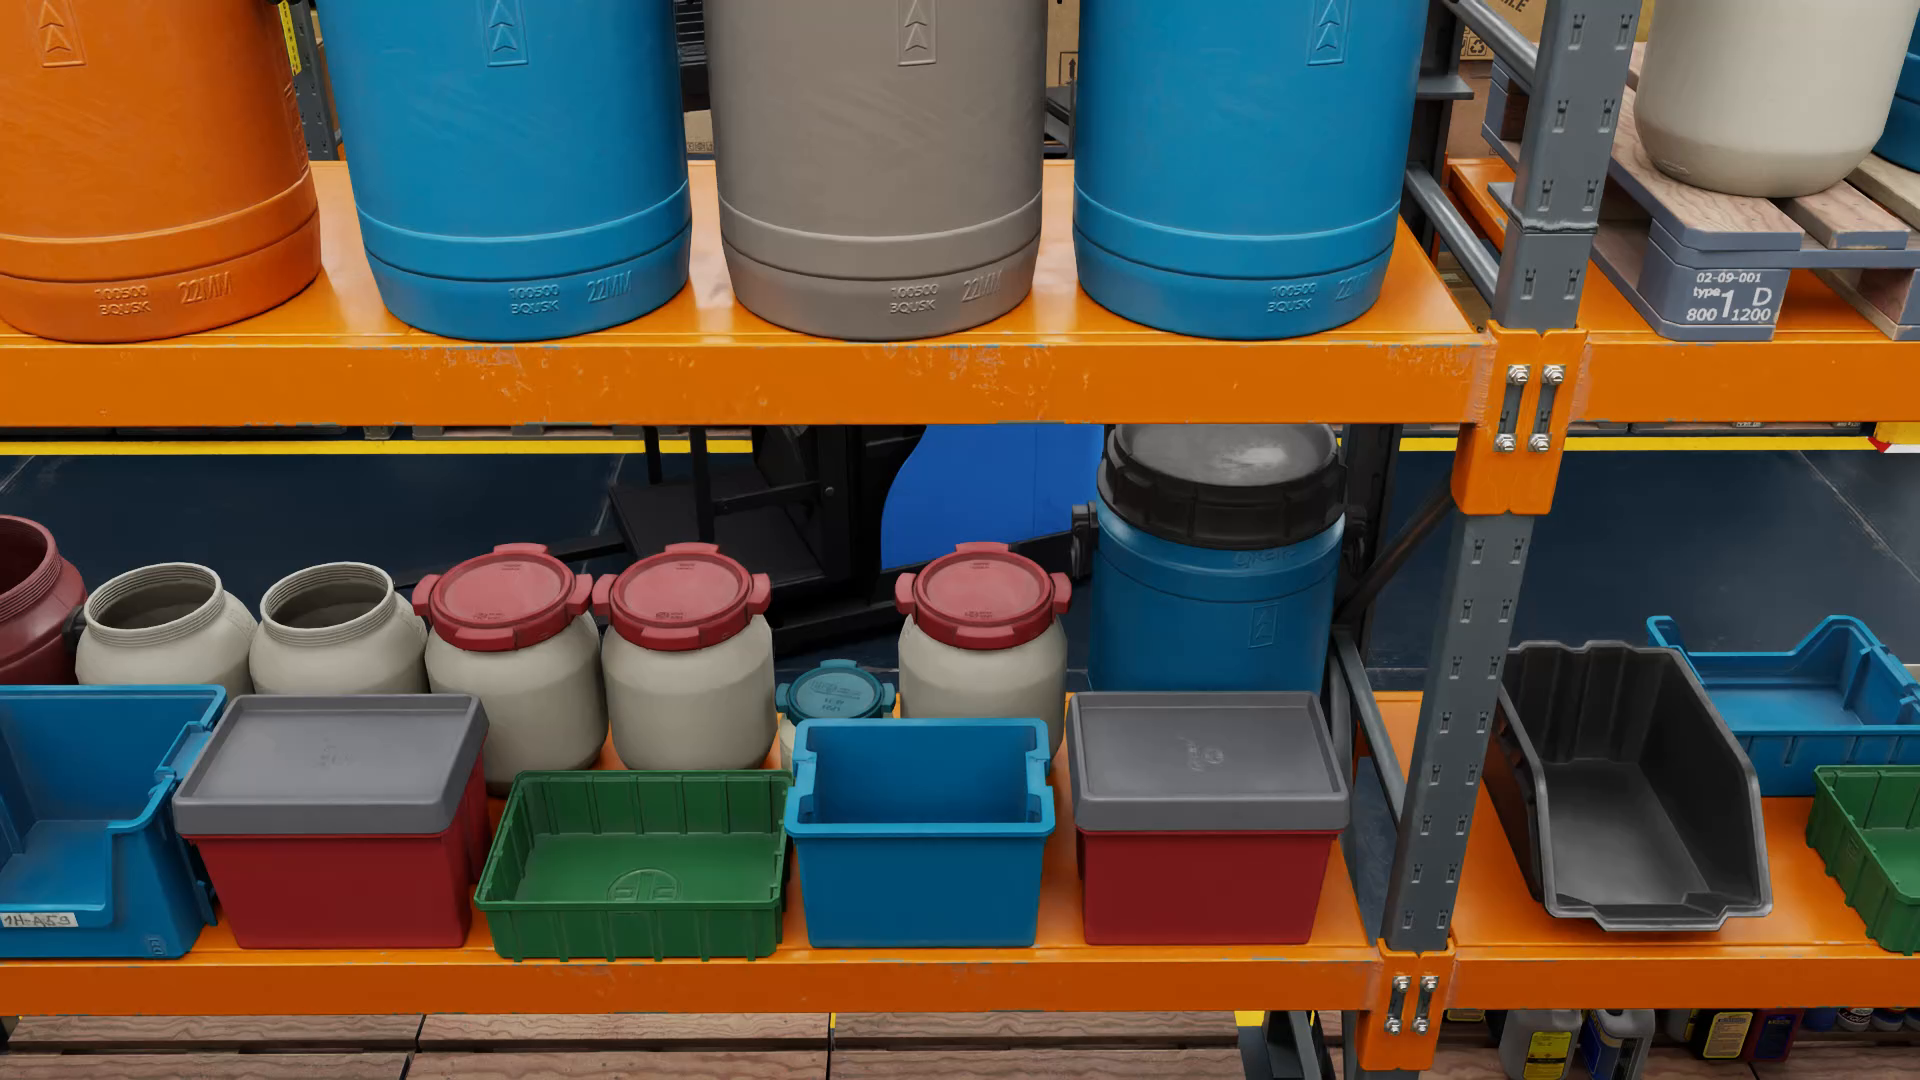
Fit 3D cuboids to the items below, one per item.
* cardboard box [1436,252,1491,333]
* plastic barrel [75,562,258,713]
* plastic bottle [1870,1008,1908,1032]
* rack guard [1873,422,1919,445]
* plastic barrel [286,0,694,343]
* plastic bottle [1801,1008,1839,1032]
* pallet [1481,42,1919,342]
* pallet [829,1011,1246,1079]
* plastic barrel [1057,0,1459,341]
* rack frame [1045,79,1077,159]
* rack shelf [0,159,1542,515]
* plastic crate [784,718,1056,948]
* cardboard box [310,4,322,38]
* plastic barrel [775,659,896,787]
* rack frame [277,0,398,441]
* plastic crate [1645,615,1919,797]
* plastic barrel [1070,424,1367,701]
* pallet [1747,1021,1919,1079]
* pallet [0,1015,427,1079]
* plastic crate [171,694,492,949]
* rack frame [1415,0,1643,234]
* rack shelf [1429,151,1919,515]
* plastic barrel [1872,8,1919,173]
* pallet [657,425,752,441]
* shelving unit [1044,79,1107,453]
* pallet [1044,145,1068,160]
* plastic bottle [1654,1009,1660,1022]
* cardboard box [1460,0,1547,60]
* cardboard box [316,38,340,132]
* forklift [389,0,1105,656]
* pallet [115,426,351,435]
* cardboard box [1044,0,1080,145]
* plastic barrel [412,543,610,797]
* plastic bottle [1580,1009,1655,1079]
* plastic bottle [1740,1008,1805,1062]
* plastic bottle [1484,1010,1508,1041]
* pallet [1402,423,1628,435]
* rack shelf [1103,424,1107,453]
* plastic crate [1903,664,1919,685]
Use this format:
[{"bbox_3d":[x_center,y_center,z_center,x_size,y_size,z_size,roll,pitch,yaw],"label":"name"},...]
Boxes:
[{"bbox_3d":[2.579,-1.205,8.849,0.500,0.500,0.500,-3,31,-5],"label":"cardboard box"},{"bbox_3d":[-1.957,0.355,4.166,0.421,0.512,0.421,0,31,0],"label":"plastic barrel"},{"bbox_3d":[2.757,1.315,4.897,0.097,0.271,0.097,0,31,0],"label":"plastic bottle"},{"bbox_3d":[4.909,-1.009,8.931,0.348,0.500,1.175,0,31,0],"label":"rack guard"},{"bbox_3d":[-0.800,-0.874,2.924,0.708,0.901,0.600,0,31,0],"label":"plastic barrel"},{"bbox_3d":[2.555,1.316,4.895,0.097,0.271,0.097,0,31,0],"label":"plastic bottle"},{"bbox_3d":[1.736,-0.751,3.386,1.003,0.211,1.213,0,31,0],"label":"pallet"},{"bbox_3d":[0.230,1.719,4.714,1.213,0.211,1.003,0,31,0],"label":"pallet"},{"bbox_3d":[0.508,-0.879,2.931,0.708,0.901,0.600,0,31,0],"label":"plastic barrel"},{"bbox_3d":[0.399,-1.073,7.494,0.015,2.100,0.400,-12,33,-19],"label":"rack frame"},{"bbox_3d":[-0.985,-0.465,3.426,4.000,0.370,1.077,0,31,0],"label":"rack shelf"},{"bbox_3d":[-0.086,0.676,3.760,0.575,0.384,0.392,0,31,0],"label":"plastic crate"},{"bbox_3d":[-4.639,-3.918,12.598,0.500,0.250,0.500,1,31,1],"label":"cardboard box"},{"bbox_3d":[-0.309,0.488,4.188,0.301,0.262,0.301,0,31,0],"label":"plastic barrel"},{"bbox_3d":[-3.015,-2.053,8.241,0.127,3.000,1.000,0,31,0],"label":"rack frame"},{"bbox_3d":[2.120,0.423,4.304,0.616,0.251,0.499,0,31,0],"label":"plastic crate"},{"bbox_3d":[0.627,0.134,4.154,0.708,0.901,0.600,0,31,0],"label":"plastic barrel"},{"bbox_3d":[2.910,1.710,4.727,1.213,0.211,1.003,0,31,0],"label":"pallet"},{"bbox_3d":[-2.210,1.726,4.701,1.213,0.211,1.003,0,31,0],"label":"pallet"},{"bbox_3d":[-1.367,0.643,3.737,0.583,0.464,0.402,0,31,0],"label":"plastic crate"},{"bbox_3d":[1.015,-2.061,2.471,0.127,3.000,1.000,0,31,0],"label":"rack frame"},{"bbox_3d":[3.015,-0.477,3.446,4.000,0.370,1.077,0,31,0],"label":"rack shelf"},{"bbox_3d":[2.011,-1.120,2.924,0.708,0.901,0.600,0,31,0],"label":"plastic barrel"},{"bbox_3d":[-1.016,-0.864,8.971,1.213,0.211,1.003,0,31,0],"label":"pallet"},{"bbox_3d":[0.625,-1.120,7.572,0.503,2.100,0.431,-12,33,-19],"label":"shelving unit"},{"bbox_3d":[0.220,-2.056,8.432,1.213,0.211,1.003,0,31,0],"label":"pallet"},{"bbox_3d":[2.012,1.303,4.905,0.133,0.283,0.061,2,31,3],"label":"plastic bottle"},{"bbox_3d":[2.437,-2.536,7.690,0.500,0.500,0.500,0,31,0],"label":"cardboard box"},{"bbox_3d":[-3.502,-2.235,8.445,0.500,0.500,0.500,1,31,1],"label":"cardboard box"},{"bbox_3d":[-0.938,-1.018,6.602,3.031,2.935,1.130,-12,33,-19],"label":"forklift"},{"bbox_3d":[-3.803,-0.897,9.025,1.213,0.211,1.003,0,31,0],"label":"pallet"},{"bbox_3d":[0.190,-2.571,8.113,1.000,1.000,1.000,0,31,0],"label":"cardboard box"},{"bbox_3d":[-1.109,0.339,4.169,0.433,0.535,0.433,0,31,0],"label":"plastic barrel"},{"bbox_3d":[1.875,1.405,4.744,0.135,0.276,0.152,0,31,0],"label":"plastic bottle"},{"bbox_3d":[2.336,1.381,4.777,0.133,0.283,0.061,0,31,0],"label":"plastic bottle"},{"bbox_3d":[1.658,1.297,4.850,0.185,0.351,0.144,-1,31,-2],"label":"plastic bottle"},{"bbox_3d":[2.880,-0.899,9.028,1.213,0.211,1.003,0,31,0],"label":"pallet"},{"bbox_3d":[0.625,-0.510,7.942,0.480,0.518,0.431,-12,33,-19],"label":"rack shelf"},{"bbox_3d":[2.637,0.480,4.321,0.437,0.136,0.530,0,31,0],"label":"plastic crate"}]
